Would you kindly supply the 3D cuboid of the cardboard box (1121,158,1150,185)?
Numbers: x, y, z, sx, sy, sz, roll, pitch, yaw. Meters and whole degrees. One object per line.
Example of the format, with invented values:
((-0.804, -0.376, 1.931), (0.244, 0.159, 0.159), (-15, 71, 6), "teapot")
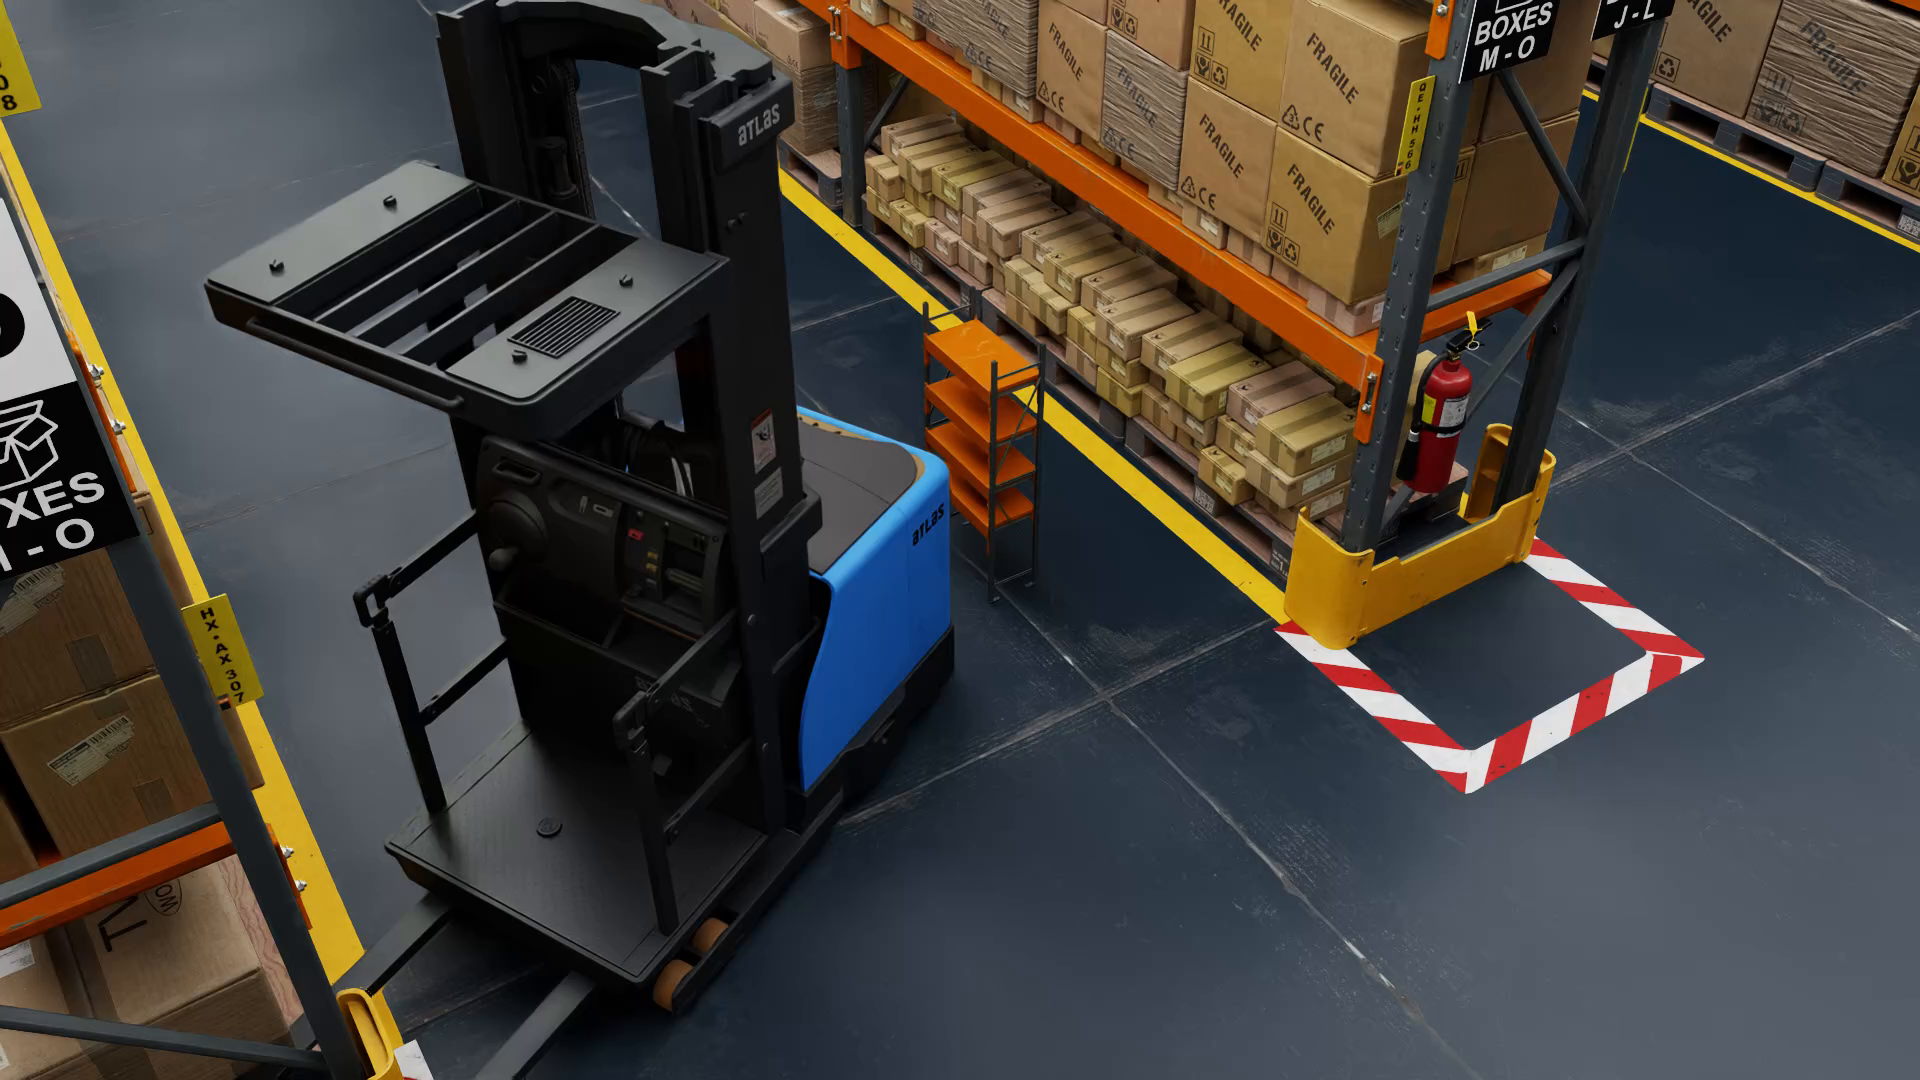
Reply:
((0.911, -1.652, 7.085), (0.380, 0.149, 0.250), (-24, 45, -26), "cardboard box")

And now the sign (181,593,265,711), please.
((-1.705, 0.263, 3.853), (0.100, 0.325, 0.005), (-22, 45, -24), "sign")

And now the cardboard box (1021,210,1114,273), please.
((0.522, -1.435, 8.063), (0.380, 0.149, 0.250), (-24, 45, -26), "cardboard box")

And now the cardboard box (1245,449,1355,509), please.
((1.418, -0.311, 6.947), (0.380, 0.149, 0.250), (-23, 45, -25), "cardboard box")

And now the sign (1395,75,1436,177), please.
((1.464, -1.330, 5.352), (0.100, 0.325, 0.005), (-22, 45, -24), "sign")

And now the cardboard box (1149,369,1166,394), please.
((1.080, -0.772, 7.499), (0.380, 0.149, 0.250), (-23, 45, -25), "cardboard box")

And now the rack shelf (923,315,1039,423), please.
((0.089, -0.673, 6.507), (0.258, 0.148, 0.480), (-22, 45, -24), "rack shelf")

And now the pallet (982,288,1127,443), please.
((0.843, -1.022, 8.312), (1.003, 0.211, 1.213), (-22, 45, -24), "pallet")

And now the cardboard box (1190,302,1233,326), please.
((1.302, -1.051, 7.835), (0.380, 0.149, 0.250), (-24, 46, -26), "cardboard box")

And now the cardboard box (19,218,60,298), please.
((-2.761, -0.517, 4.668), (0.500, 0.500, 0.500), (-23, 45, -25), "cardboard box")

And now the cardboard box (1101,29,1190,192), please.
((0.931, -1.801, 6.758), (0.500, 0.500, 0.500), (-22, 45, -24), "cardboard box")

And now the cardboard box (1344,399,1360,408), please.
((1.778, -0.663, 7.369), (0.380, 0.149, 0.250), (-22, 45, -25), "cardboard box")

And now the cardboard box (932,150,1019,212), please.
((0.078, -1.852, 8.563), (0.380, 0.149, 0.250), (-23, 45, -25), "cardboard box")

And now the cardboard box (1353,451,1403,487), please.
((1.931, -0.403, 7.290), (0.380, 0.149, 0.250), (-21, 44, -24), "cardboard box")

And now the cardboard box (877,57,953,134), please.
((-0.382, -2.794, 9.885), (0.500, 0.500, 0.500), (-20, 44, -23), "cardboard box")

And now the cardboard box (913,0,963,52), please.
((0.118, -2.637, 7.761), (0.500, 0.500, 0.500), (-22, 45, -24), "cardboard box")

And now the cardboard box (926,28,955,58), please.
((0.058, -2.501, 8.105), (0.380, 0.149, 0.250), (-24, 46, -26), "cardboard box")

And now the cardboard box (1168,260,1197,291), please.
((1.223, -1.342, 7.952), (0.380, 0.149, 0.250), (-22, 44, -24), "cardboard box")

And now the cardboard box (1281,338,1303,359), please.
((1.670, -0.926, 7.452), (0.380, 0.149, 0.250), (-22, 45, -25), "cardboard box")

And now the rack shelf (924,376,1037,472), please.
((0.089, -0.492, 6.659), (0.258, 0.148, 0.480), (-22, 45, -24), "rack shelf")

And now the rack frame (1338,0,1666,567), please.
((1.943, -0.944, 6.040), (1.000, 3.000, 0.127), (-22, 45, -24), "rack frame")

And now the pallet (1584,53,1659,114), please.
((4.371, -3.247, 10.982), (1.003, 0.211, 1.213), (-22, 45, -24), "pallet")

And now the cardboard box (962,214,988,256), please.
((0.233, -1.606, 8.501), (0.380, 0.149, 0.250), (-25, 46, -26), "cardboard box")

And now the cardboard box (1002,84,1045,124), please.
((0.418, -2.047, 7.560), (0.380, 0.149, 0.250), (-20, 44, -23), "cardboard box")

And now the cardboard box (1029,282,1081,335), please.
((0.555, -1.150, 7.953), (0.380, 0.149, 0.250), (-22, 44, -24), "cardboard box")

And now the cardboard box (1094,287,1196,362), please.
((0.834, -0.976, 7.512), (0.380, 0.149, 0.250), (-21, 44, -23), "cardboard box")

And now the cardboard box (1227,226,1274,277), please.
((1.280, -1.204, 6.548), (0.380, 0.149, 0.250), (-23, 45, -25), "cardboard box")

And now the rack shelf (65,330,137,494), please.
((-3.252, -1.141, 4.495), (1.077, 0.370, 4.000), (-22, 45, -24), "rack shelf")

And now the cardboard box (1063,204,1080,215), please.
((0.750, -1.643, 8.545), (0.380, 0.149, 0.250), (-21, 44, -23), "cardboard box")

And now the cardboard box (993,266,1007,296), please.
((0.390, -1.349, 8.425), (0.380, 0.149, 0.250), (-24, 45, -26), "cardboard box")

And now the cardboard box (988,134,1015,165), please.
((0.374, -2.171, 8.947), (0.380, 0.149, 0.250), (-22, 44, -24), "cardboard box")

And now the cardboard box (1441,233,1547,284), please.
((2.045, -1.135, 6.466), (0.380, 0.149, 0.250), (-23, 45, -25), "cardboard box")

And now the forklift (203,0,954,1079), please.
((-1.204, 0.065, 4.882), (1.130, 2.935, 3.031), (21, 44, 23), "forklift")

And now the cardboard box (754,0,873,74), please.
((-0.822, -2.907, 9.435), (0.500, 0.250, 0.500), (-23, 45, -25), "cardboard box")

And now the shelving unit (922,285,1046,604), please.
((0.089, -0.372, 6.759), (0.258, 1.200, 0.503), (-22, 45, -24), "shelving unit")

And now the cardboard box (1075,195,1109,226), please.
((0.811, -1.758, 8.451), (0.380, 0.149, 0.250), (-24, 46, -26), "cardboard box")

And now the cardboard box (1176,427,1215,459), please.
((1.191, -0.499, 7.404), (0.380, 0.149, 0.250), (-22, 45, -25), "cardboard box")

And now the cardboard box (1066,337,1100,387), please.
((0.727, -0.898, 7.884), (0.380, 0.149, 0.250), (-21, 44, -24), "cardboard box")

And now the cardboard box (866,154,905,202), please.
((-0.283, -1.978, 8.947), (0.380, 0.149, 0.250), (-20, 44, -22), "cardboard box")

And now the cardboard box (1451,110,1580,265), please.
((1.934, -1.434, 6.318), (0.500, 0.500, 0.500), (-20, 44, -22), "cardboard box")

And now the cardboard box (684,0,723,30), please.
((-1.366, -3.172, 10.338), (0.500, 0.500, 0.500), (-23, 45, -25), "cardboard box")

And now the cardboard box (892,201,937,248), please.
((-0.140, -1.718, 8.868), (0.380, 0.149, 0.250), (-21, 44, -23), "cardboard box")

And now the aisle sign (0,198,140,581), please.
((-1.893, -0.245, 3.171), (0.394, 0.787, 0.004), (-22, 45, -24), "aisle sign")

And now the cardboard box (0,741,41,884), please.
((-2.659, 0.607, 4.101), (0.500, 0.500, 0.500), (-22, 45, -24), "cardboard box")

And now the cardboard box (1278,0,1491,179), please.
((1.487, -1.642, 5.786), (0.500, 0.500, 0.500), (-23, 45, -25), "cardboard box")

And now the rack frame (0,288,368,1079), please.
((-2.176, 0.814, 3.930), (1.000, 3.000, 0.127), (-22, 45, -24), "rack frame")

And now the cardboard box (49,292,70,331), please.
((-2.378, -0.441, 4.070), (0.380, 0.149, 0.250), (-21, 44, -23), "cardboard box")

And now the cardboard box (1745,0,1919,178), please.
((5.278, -2.751, 9.540), (0.875, 0.875, 0.875), (-22, 45, -24), "cardboard box")

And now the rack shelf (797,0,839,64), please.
((-1.283, -3.906, 10.157), (1.077, 0.370, 4.000), (-22, 45, -24), "rack shelf")

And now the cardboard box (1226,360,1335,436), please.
((1.358, -0.593, 7.052), (0.380, 0.149, 0.250), (-21, 44, -24), "cardboard box")

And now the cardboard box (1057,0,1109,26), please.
((0.640, -2.478, 6.789), (0.500, 0.500, 0.500), (-24, 45, -26), "cardboard box")

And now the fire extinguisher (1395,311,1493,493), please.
((1.689, -0.476, 5.830), (0.296, 0.674, 0.183), (-22, 45, -24), "fire extinguisher")
